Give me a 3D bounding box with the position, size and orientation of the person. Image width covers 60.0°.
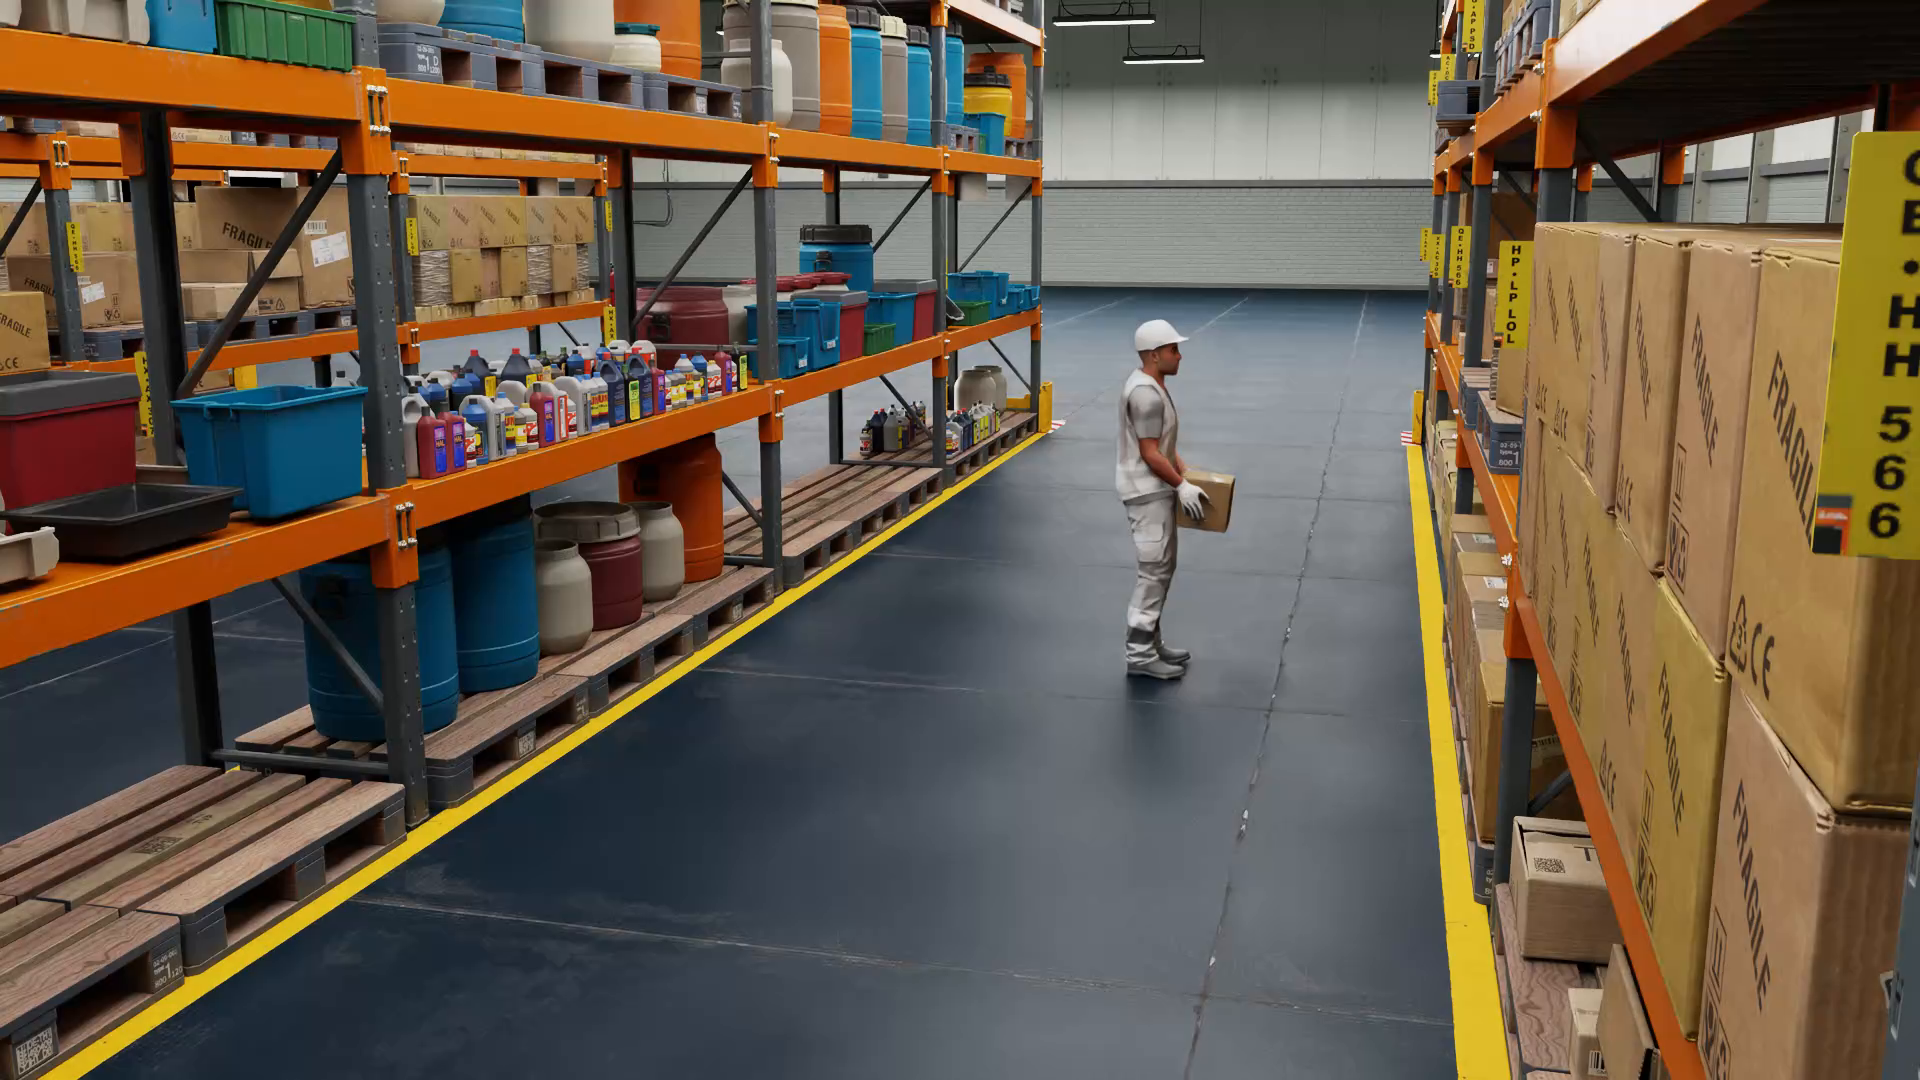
[{"bbox_3d":[1.035,-0.215,8.446,0.486,1.793,0.531,3,12,13],"label":"person"}]
